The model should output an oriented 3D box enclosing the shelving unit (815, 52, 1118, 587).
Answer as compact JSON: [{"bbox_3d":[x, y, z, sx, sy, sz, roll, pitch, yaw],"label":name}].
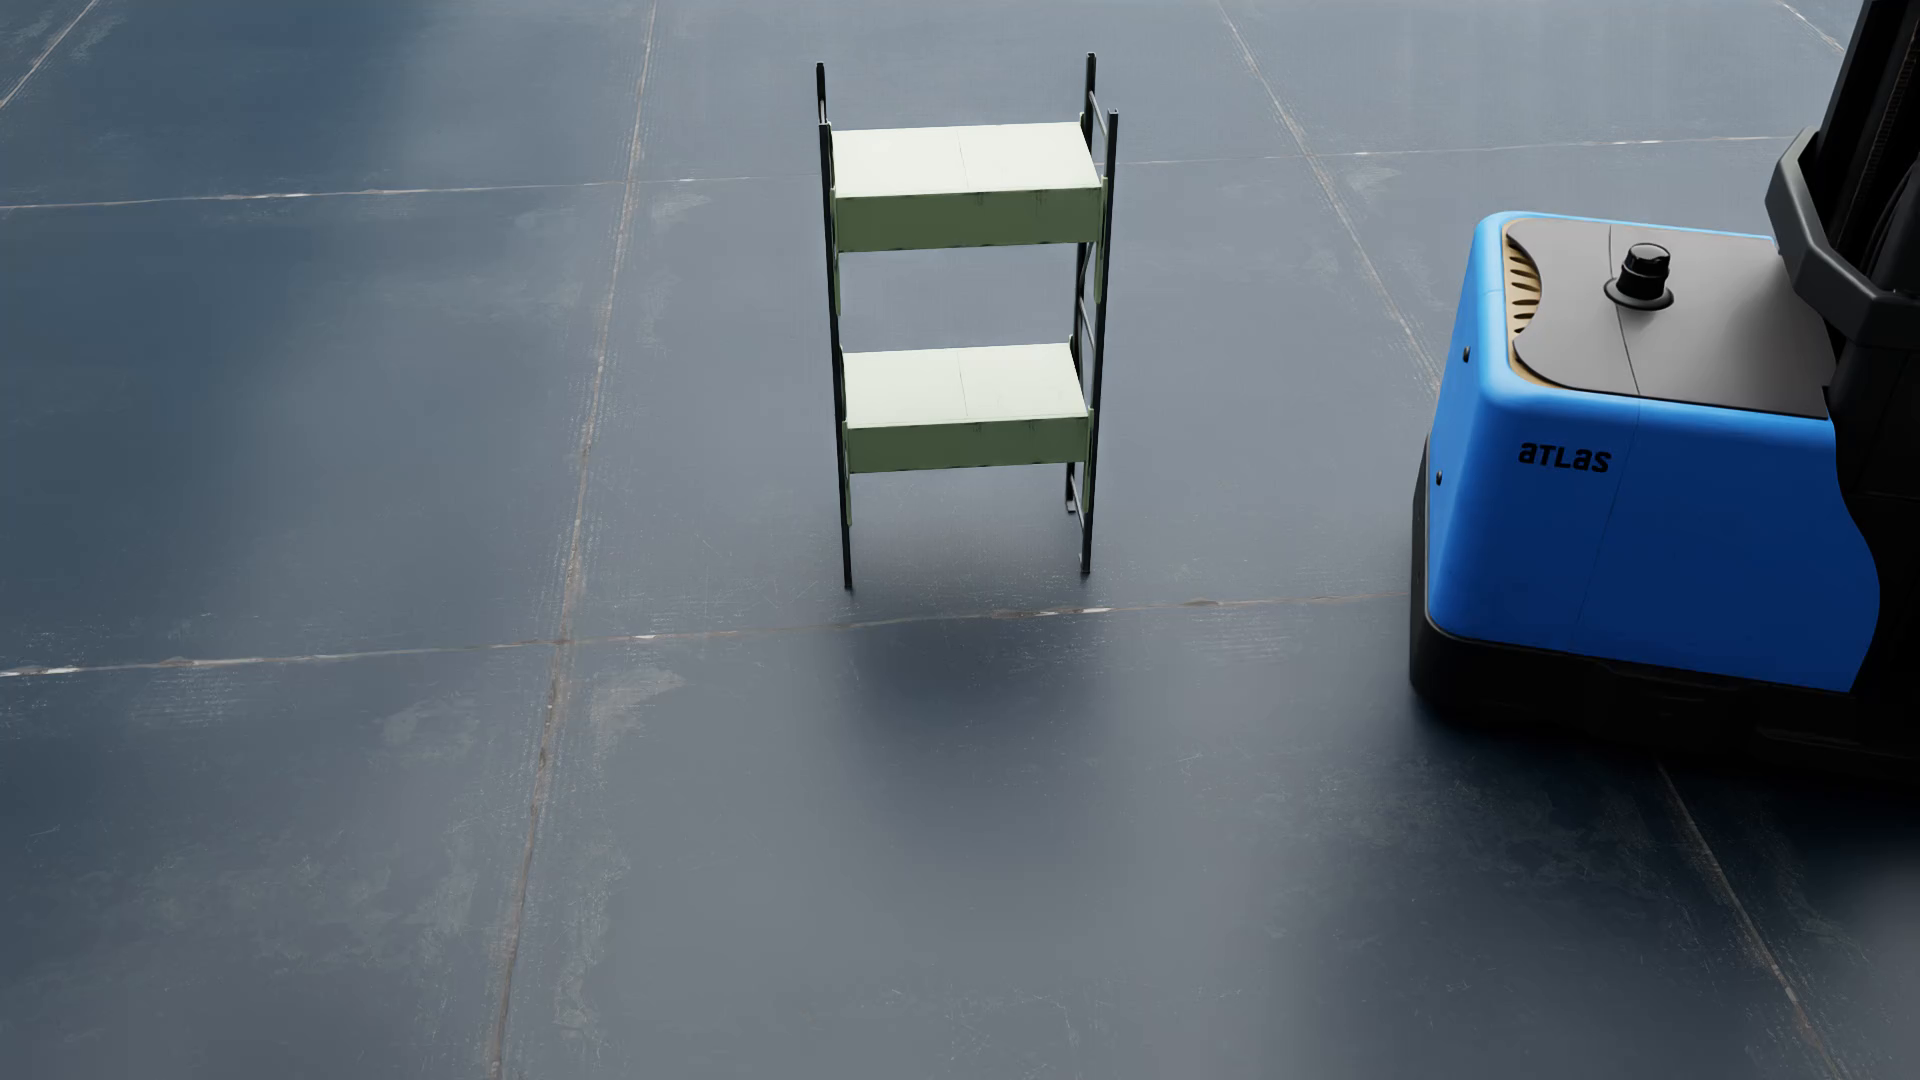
[{"bbox_3d":[0.007,-0.589,4.786,0.755,1.500,0.431,-3,38,-4],"label":"shelving unit"}]

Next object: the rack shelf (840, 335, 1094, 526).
[{"bbox_3d":[0.007,-0.333,4.988,0.720,0.370,0.431,-3,38,-4],"label":"rack shelf"}]

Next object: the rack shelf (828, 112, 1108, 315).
[{"bbox_3d":[0.007,-0.896,4.544,0.720,0.370,0.431,-3,38,-4],"label":"rack shelf"}]

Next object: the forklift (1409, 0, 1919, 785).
[{"bbox_3d":[2.828,-0.761,3.848,3.031,2.935,1.130,8,39,10],"label":"forklift"}]

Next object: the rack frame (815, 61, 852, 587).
[{"bbox_3d":[-0.358,-0.569,4.760,0.023,1.500,0.400,-3,38,-4],"label":"rack frame"}]

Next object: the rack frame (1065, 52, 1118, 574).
[{"bbox_3d":[0.371,-0.609,4.811,0.023,1.500,0.400,-3,38,-4],"label":"rack frame"}]
